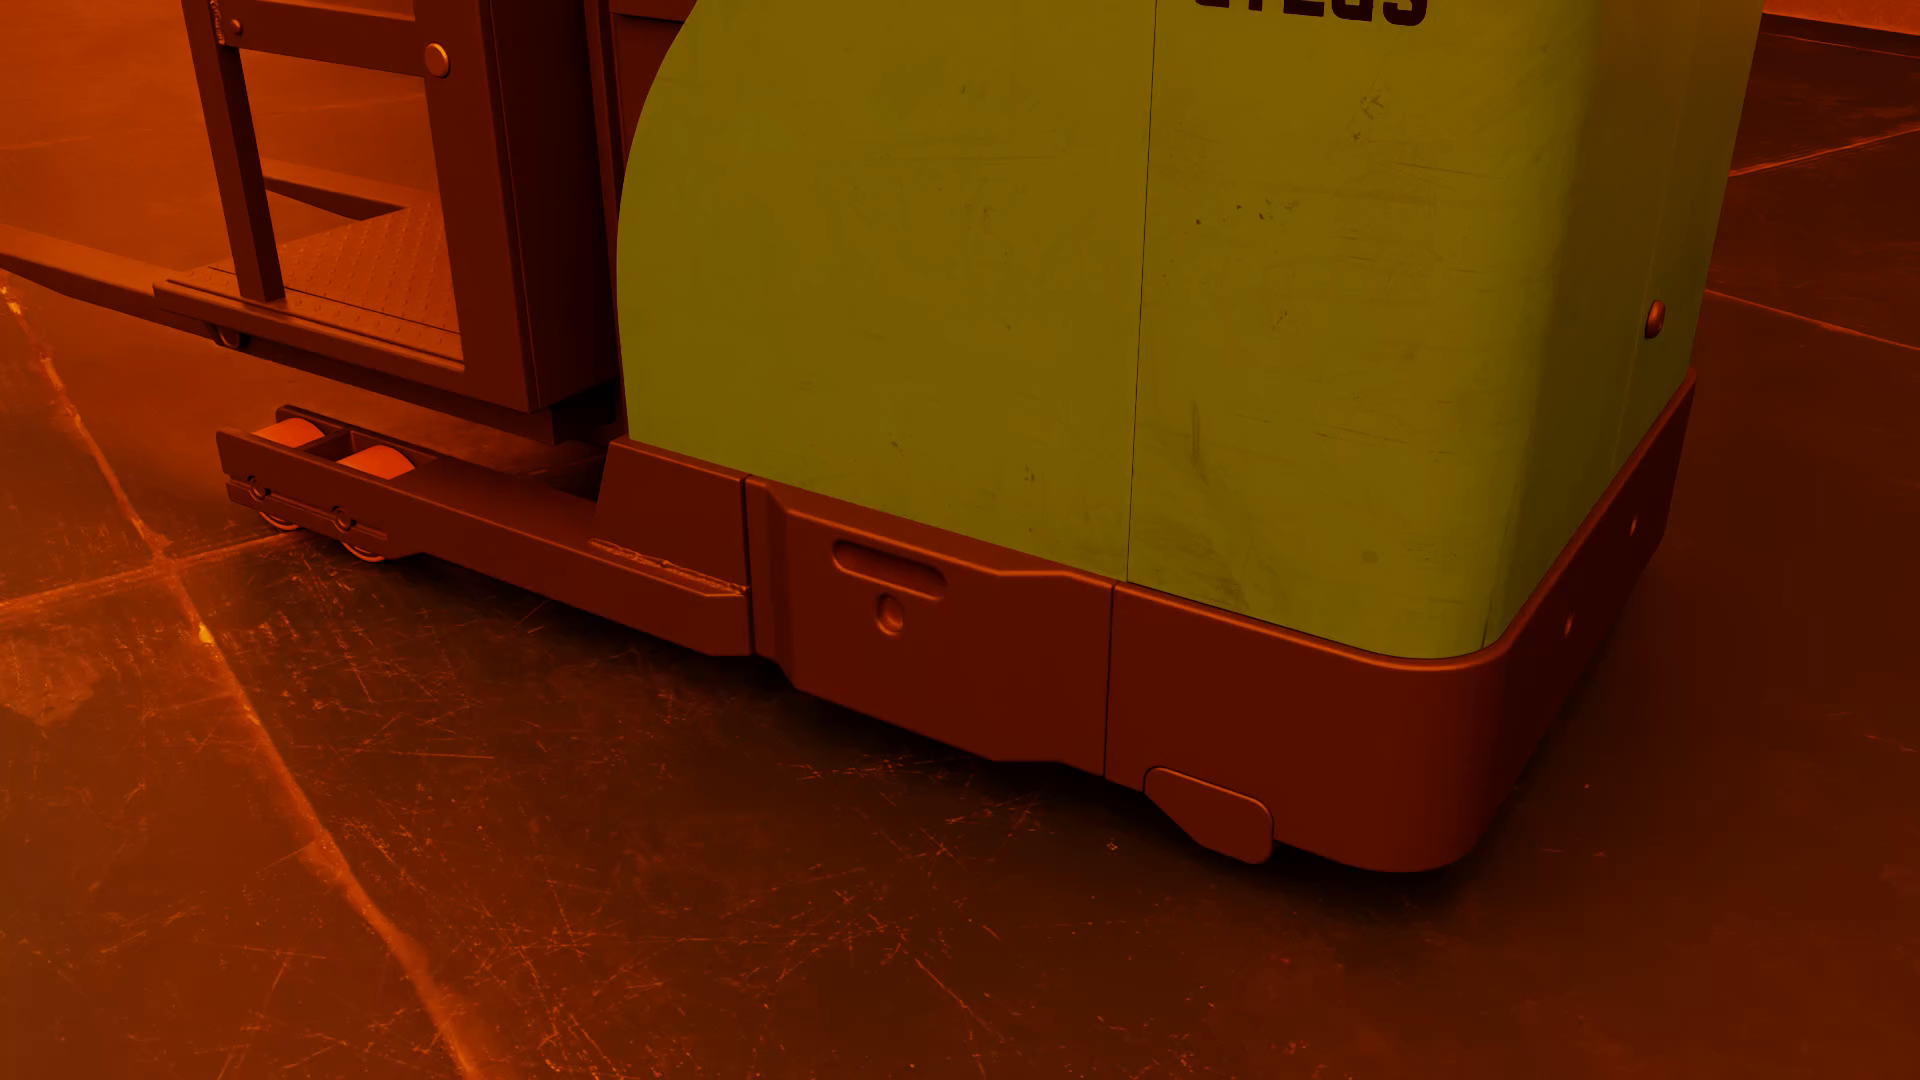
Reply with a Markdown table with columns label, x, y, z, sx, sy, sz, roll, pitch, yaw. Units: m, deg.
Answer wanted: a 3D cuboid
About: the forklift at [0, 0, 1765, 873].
| label | x | y | z | sx | sy | sz | roll | pitch | yaw |
| --- | --- | --- | --- | --- | --- | --- | --- | --- | --- |
| forklift | -0.511 | -1.459 | 2.139 | 3.031 | 2.935 | 1.130 | 16 | 31 | 29 |
